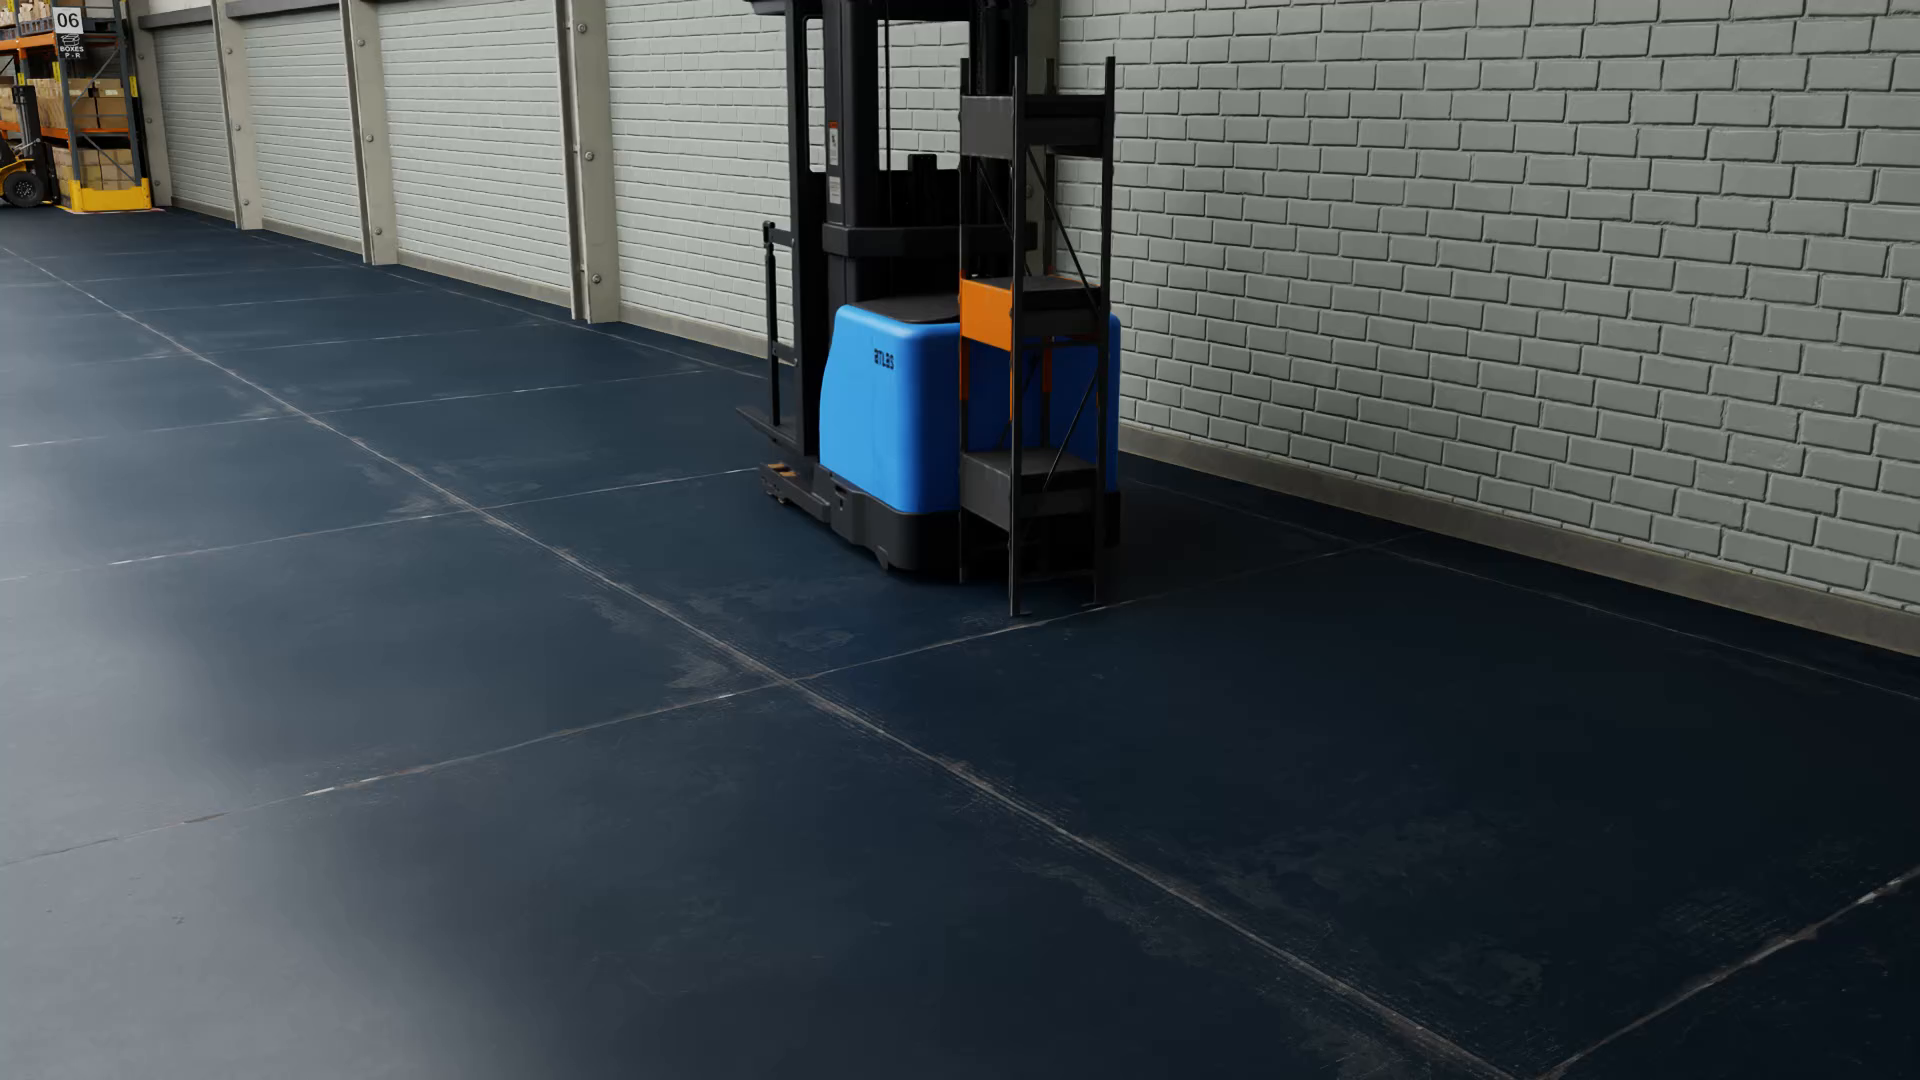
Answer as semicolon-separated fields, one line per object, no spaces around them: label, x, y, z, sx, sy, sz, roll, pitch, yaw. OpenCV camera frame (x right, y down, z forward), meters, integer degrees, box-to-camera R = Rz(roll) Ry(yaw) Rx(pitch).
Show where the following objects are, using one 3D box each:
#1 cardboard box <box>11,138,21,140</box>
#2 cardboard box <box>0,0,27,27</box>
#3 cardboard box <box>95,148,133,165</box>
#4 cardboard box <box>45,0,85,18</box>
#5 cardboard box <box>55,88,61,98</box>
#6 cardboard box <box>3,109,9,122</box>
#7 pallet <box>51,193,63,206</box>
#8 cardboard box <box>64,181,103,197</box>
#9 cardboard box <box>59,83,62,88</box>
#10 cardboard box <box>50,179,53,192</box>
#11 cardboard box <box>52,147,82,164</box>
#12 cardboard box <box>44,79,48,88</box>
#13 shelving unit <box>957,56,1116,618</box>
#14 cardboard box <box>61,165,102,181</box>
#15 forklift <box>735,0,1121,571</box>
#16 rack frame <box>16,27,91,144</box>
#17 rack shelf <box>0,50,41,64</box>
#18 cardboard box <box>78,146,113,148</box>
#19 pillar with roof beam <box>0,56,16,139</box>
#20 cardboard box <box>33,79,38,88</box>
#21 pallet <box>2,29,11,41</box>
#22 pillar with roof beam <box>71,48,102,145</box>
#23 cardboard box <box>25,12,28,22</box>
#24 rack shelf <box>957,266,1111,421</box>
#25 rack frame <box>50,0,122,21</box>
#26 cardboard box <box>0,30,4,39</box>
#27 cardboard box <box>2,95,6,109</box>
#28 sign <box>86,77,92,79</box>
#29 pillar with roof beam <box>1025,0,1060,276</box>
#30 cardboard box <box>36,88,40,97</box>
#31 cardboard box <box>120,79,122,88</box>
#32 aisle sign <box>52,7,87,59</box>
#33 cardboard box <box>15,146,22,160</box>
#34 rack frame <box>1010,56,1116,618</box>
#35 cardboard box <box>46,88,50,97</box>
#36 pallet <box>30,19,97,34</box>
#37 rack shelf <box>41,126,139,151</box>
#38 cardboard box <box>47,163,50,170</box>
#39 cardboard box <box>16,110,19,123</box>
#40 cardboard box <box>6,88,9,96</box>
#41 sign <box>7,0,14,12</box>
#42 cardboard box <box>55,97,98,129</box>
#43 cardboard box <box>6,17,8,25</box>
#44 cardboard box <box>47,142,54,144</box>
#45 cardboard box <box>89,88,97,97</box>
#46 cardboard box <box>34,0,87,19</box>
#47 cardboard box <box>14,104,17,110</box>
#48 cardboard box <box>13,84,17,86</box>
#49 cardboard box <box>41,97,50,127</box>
cardboard box;-20.713;-8.786;36.707;0.380;0.149;0.250;-12;19;-37
cardboard box;-17.983;-9.992;31.545;0.500;0.500;0.500;-10;18;-33
cardboard box;-14.236;-6.438;27.937;0.500;0.250;0.500;-11;19;-35
cardboard box;-14.564;-8.750;27.008;0.500;0.500;0.500;-10;18;-33
cardboard box;-14.712;-7.389;27.474;0.380;0.149;0.250;-11;18;-34
cardboard box;-18.456;-8.343;32.660;0.500;0.250;0.500;-11;19;-36
pallet;-15.304;-6.020;29.171;1.003;0.211;1.213;-11;19;-35
cardboard box;-14.639;-5.875;27.774;0.500;0.250;0.500;-11;19;-34
cardboard box;-14.658;-7.544;27.476;0.380;0.149;0.250;-11;19;-34
cardboard box;-15.534;-6.199;28.955;0.500;0.250;0.500;-10;18;-33
cardboard box;-15.240;-6.571;28.420;0.500;0.250;0.500;-11;19;-34
cardboard box;-15.320;-7.753;28.240;0.380;0.149;0.250;-10;18;-33
shelving unit;0.283;-0.791;6.488;0.431;2.100;0.503;-7;17;-23
cardboard box;-14.646;-6.121;27.723;0.500;0.250;0.500;-11;19;-35
forklift;-0.364;-1.630;7.980;1.130;2.935;3.031;-7;17;-23
rack frame;-16.459;-7.802;30.400;1.000;3.000;0.127;-11;19;-35
rack shelf;-19.987;-10.183;34.780;1.077;0.370;4.000;-11;19;-35
cardboard box;-15.114;-6.763;29.125;0.500;0.250;0.500;-11;19;-36
pillar with roof beam;-27.853;-13.305;39.143;9.100;9.000;0.400;-11;19;-35
cardboard box;-16.059;-8.027;29.239;0.380;0.149;0.250;-10;18;-33
pallet;-17.679;-9.642;31.800;1.003;0.211;1.213;-10;18;-32
pillar with roof beam;-20.797;-10.743;29.781;9.100;9.000;0.400;-11;19;-35
cardboard box;-15.989;-9.071;28.846;0.380;0.149;0.250;-10;18;-33
rack shelf;0.283;-0.778;6.492;0.431;0.518;0.480;-7;17;-23
rack frame;-14.107;-9.841;26.487;1.000;3.000;0.127;-11;19;-35
cardboard box;-19.309;-10.102;33.407;0.500;0.250;0.500;-12;19;-36
cardboard box;-18.454;-8.585;32.598;0.500;0.250;0.500;-10;18;-33
sign;-16.011;-8.344;30.591;0.100;0.325;0.005;-11;19;-35
pillar with roof beam;-3.158;-4.337;6.376;9.100;9.000;0.400;-11;19;-35
cardboard box;-15.917;-7.827;29.074;0.380;0.149;0.250;-11;19;-35
cardboard box;-14.237;-7.624;27.767;0.380;0.149;0.250;-10;18;-33
aisle sign;-14.306;-8.142;26.718;0.394;0.787;0.004;-11;19;-35
cardboard box;-18.064;-7.440;32.779;0.875;0.625;0.625;-10;18;-33
rack frame;0.382;-0.732;6.273;0.400;2.100;0.015;-7;17;-23
cardboard box;-15.311;-7.610;28.279;0.380;0.149;0.250;-11;19;-34
pallet;-15.223;-8.768;28.414;1.003;0.211;1.213;-11;19;-35
rack shelf;-15.283;-7.028;28.934;1.077;0.370;4.000;-11;19;-35
cardboard box;-15.544;-6.444;28.904;0.500;0.250;0.500;-11;19;-35
cardboard box;-17.534;-8.014;31.458;0.500;0.250;0.500;-11;19;-34
cardboard box;-18.368;-8.742;32.416;0.380;0.149;0.250;-11;19;-34
sign;-16.892;-9.564;29.579;0.100;0.325;0.005;-11;19;-35
cardboard box;-14.609;-7.060;27.501;0.500;0.500;0.500;-11;19;-36
cardboard box;-17.351;-9.566;30.654;0.380;0.149;0.250;-11;19;-35
cardboard box;-18.865;-8.126;34.293;0.380;0.149;0.250;-10;18;-32
cardboard box;-14.293;-7.464;27.748;0.380;0.149;0.250;-11;19;-35
cardboard box;-15.086;-8.985;27.864;0.700;0.500;0.500;-11;19;-34
cardboard box;-17.559;-8.255;31.391;0.500;0.250;0.500;-10;18;-33
cardboard box;-18.987;-9.041;33.942;0.500;0.500;0.500;-10;18;-32
cardboard box;-15.512;-7.388;28.696;0.500;0.500;0.500;-11;19;-34
